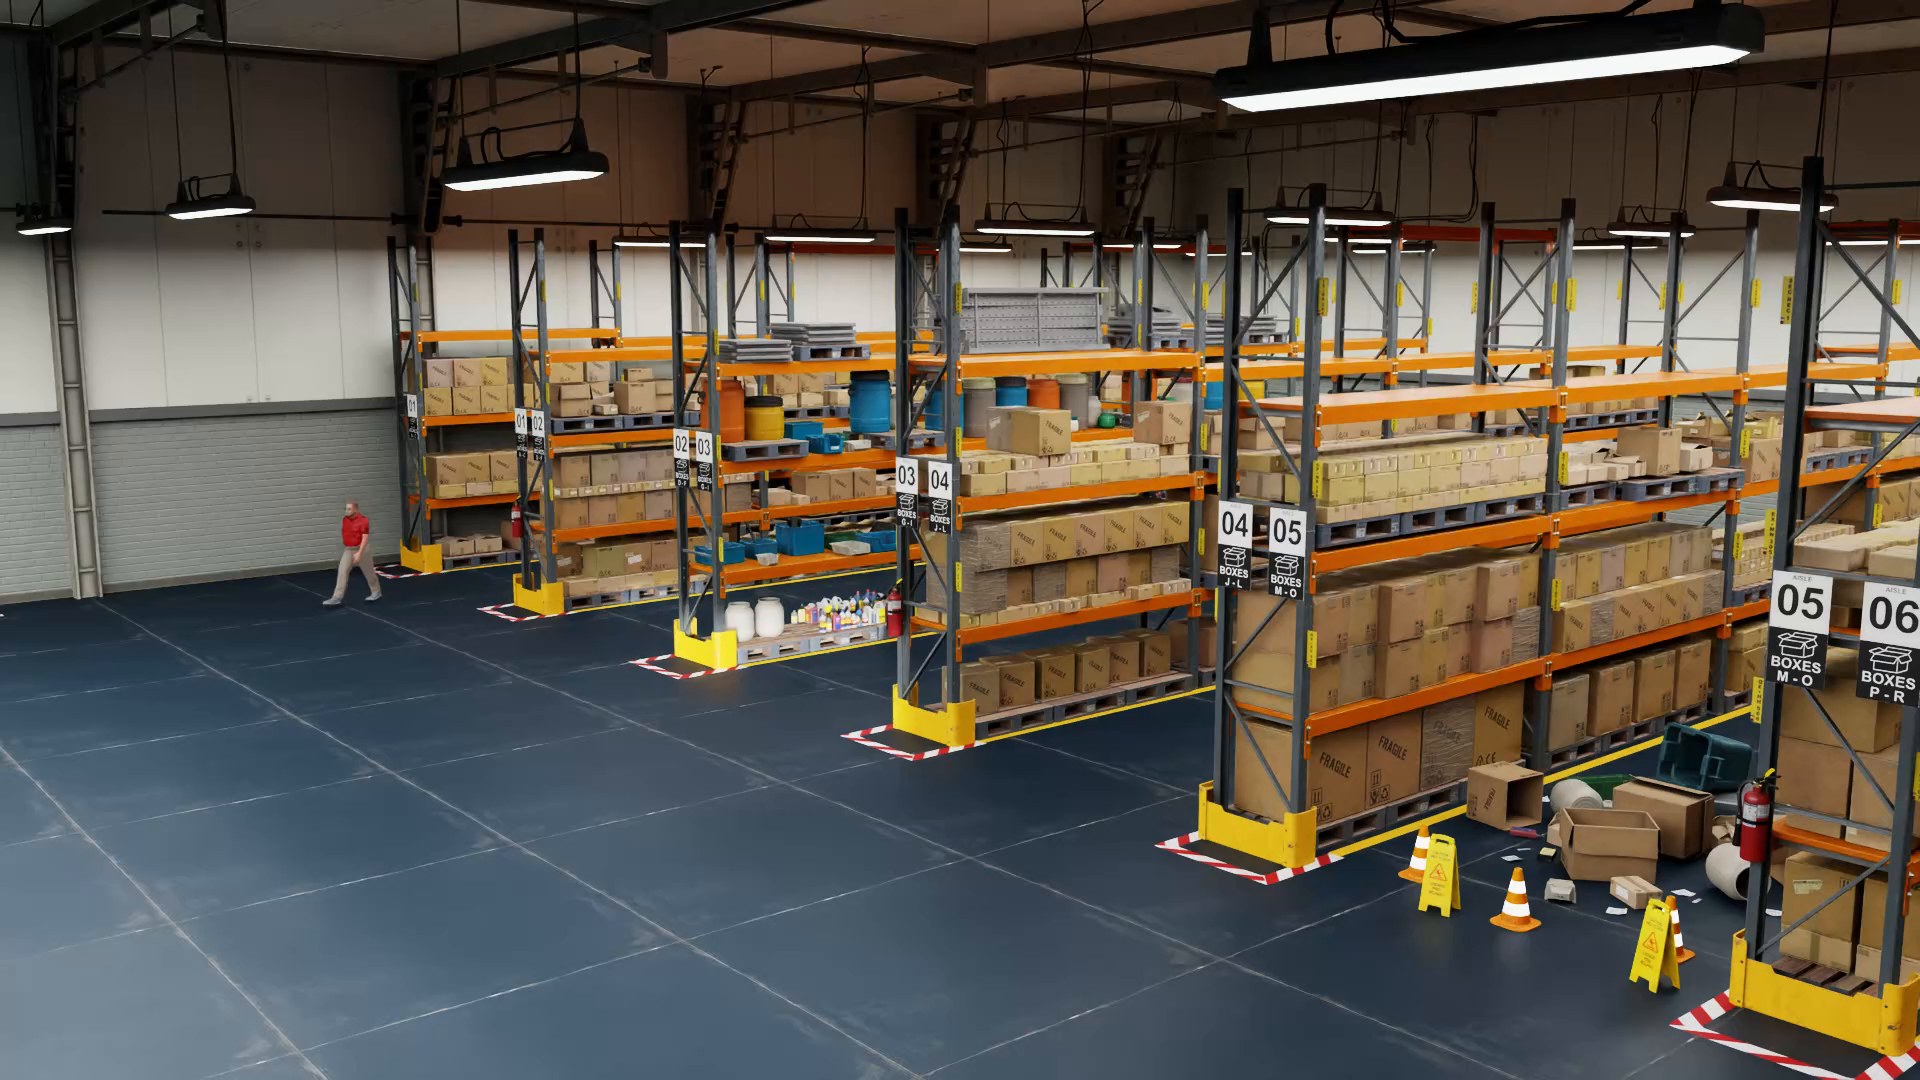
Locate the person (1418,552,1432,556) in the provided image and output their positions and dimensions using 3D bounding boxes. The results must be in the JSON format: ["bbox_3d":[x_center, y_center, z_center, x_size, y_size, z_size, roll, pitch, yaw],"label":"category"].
[{"bbox_3d":[6.480,0.907,22.576,0.702,1.626,0.706,-5,10,-29],"label":"person"}]

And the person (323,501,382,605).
[{"bbox_3d":[-9.798,0.197,26.839,0.560,1.670,1.021,3,9,16],"label":"person"}]
